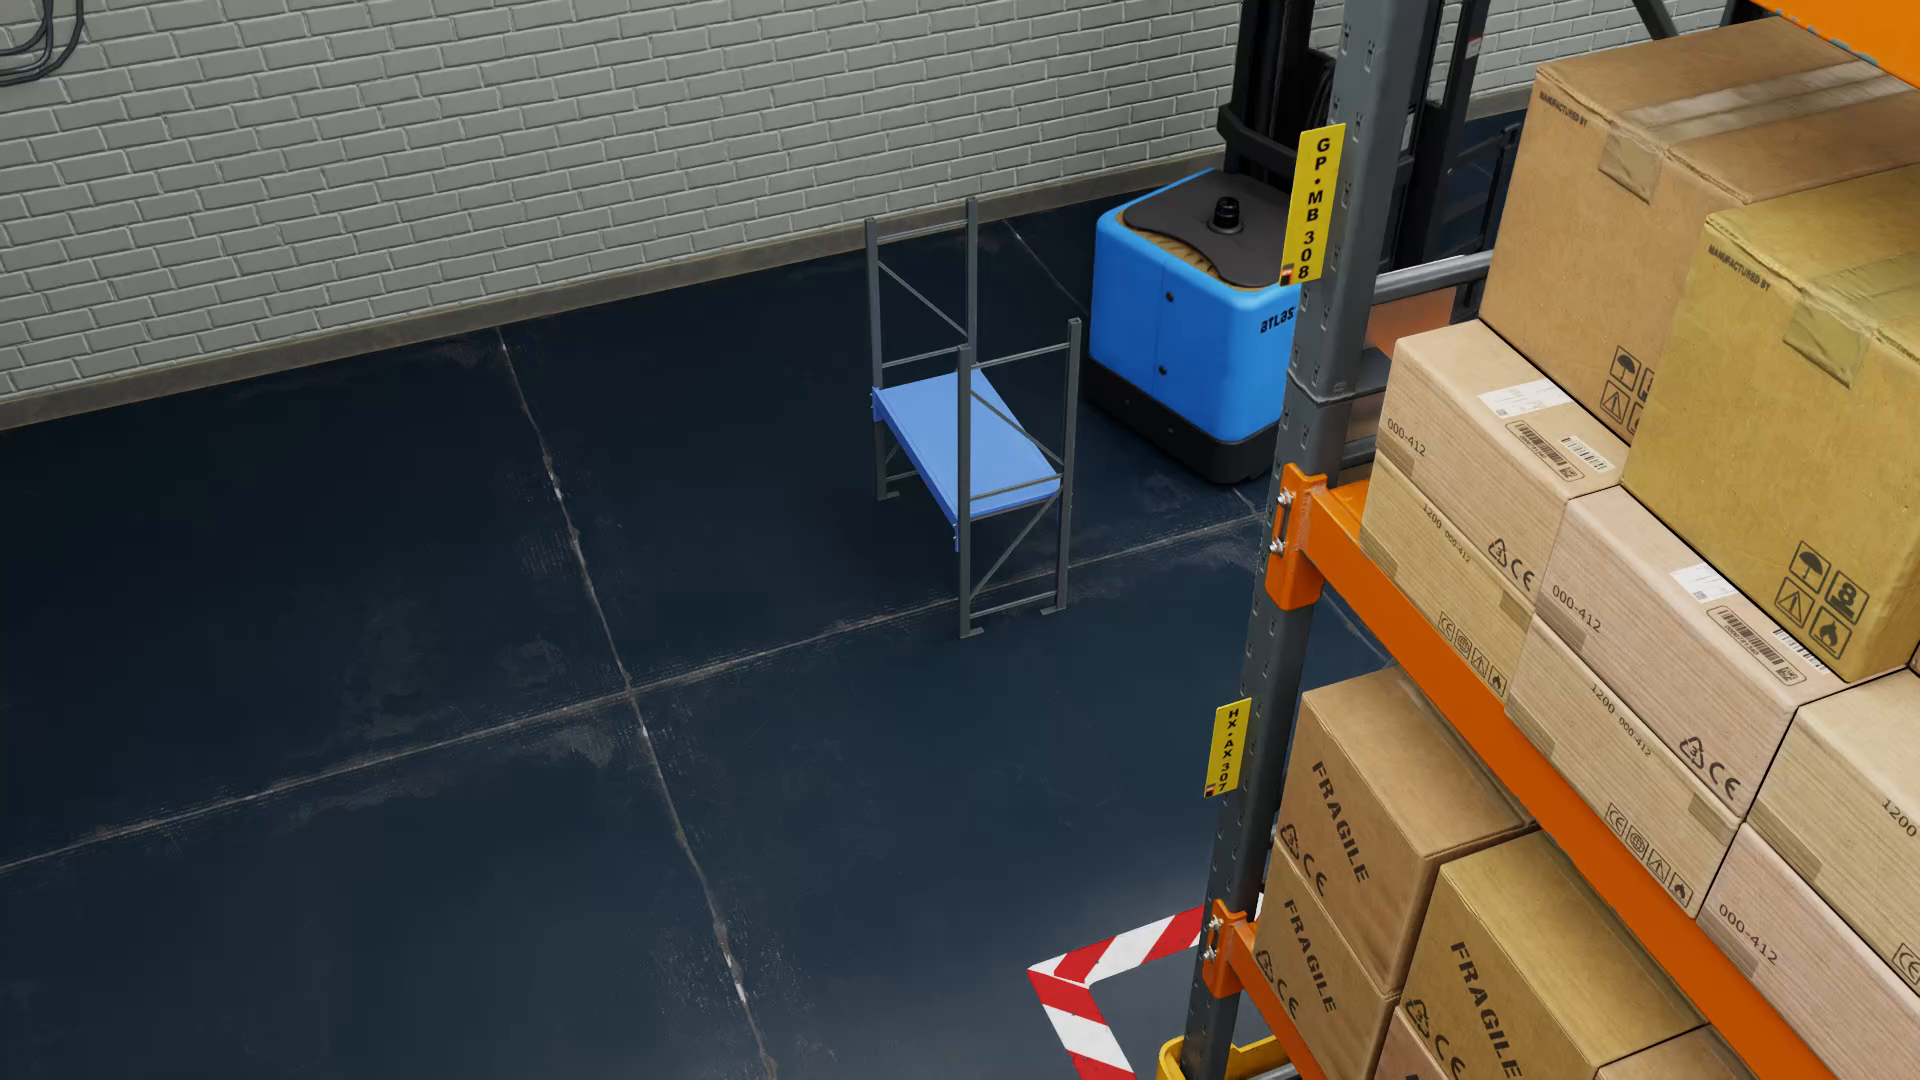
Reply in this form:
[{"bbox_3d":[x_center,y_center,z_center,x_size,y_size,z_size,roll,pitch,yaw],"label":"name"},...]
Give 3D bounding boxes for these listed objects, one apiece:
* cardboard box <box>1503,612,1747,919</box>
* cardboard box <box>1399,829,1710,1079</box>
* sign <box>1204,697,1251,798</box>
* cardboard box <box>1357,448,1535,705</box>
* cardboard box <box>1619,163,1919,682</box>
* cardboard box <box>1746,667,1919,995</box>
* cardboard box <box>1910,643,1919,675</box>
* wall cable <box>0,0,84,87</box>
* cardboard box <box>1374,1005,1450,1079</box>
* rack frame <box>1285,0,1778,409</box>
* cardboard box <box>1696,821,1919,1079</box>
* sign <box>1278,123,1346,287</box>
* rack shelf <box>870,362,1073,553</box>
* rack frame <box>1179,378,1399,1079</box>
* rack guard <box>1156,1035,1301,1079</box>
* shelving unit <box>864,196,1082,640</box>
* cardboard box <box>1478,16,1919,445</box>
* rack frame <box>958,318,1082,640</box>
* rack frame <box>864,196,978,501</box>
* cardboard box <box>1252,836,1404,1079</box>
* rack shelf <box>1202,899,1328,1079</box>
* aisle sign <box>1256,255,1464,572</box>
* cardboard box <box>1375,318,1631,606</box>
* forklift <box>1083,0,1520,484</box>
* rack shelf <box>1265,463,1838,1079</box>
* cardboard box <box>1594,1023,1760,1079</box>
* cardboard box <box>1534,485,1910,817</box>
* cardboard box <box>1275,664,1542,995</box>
[{"bbox_3d":[1.305,0.305,2.828,0.500,0.250,0.500,-15,43,-17],"label":"cardboard box"},{"bbox_3d":[1.297,0.937,3.435,0.500,0.500,0.500,-15,43,-16],"label":"cardboard box"},{"bbox_3d":[0.663,0.515,4.105,0.100,0.325,0.005,-15,43,-17],"label":"sign"},{"bbox_3d":[1.126,0.001,3.182,0.500,0.250,0.500,-15,43,-17],"label":"cardboard box"},{"bbox_3d":[1.489,-0.219,2.478,0.700,0.500,0.500,-15,43,-17],"label":"cardboard box"},{"bbox_3d":[1.502,0.415,2.316,0.500,0.250,0.500,-15,43,-17],"label":"cardboard box"},{"bbox_3d":[1.779,0.056,2.159,0.700,0.500,0.500,-15,43,-17],"label":"cardboard box"},{"bbox_3d":[-5.245,-2.647,6.227,3.097,2.526,0.112,-15,43,-17],"label":"wall cable"},{"bbox_3d":[1.292,1.313,3.765,0.500,0.500,0.500,-16,43,-17],"label":"cardboard box"},{"bbox_3d":[1.164,-1.567,2.589,1.000,3.000,0.127,-15,43,-17],"label":"rack frame"},{"bbox_3d":[1.498,0.606,2.478,0.500,0.250,0.500,-15,43,-17],"label":"cardboard box"},{"bbox_3d":[0.663,-0.625,3.124,0.100,0.325,0.005,-15,43,-17],"label":"sign"},{"bbox_3d":[0.033,-0.381,7.237,0.538,0.185,1.000,-15,43,-17],"label":"rack shelf"},{"bbox_3d":[1.164,0.708,4.545,1.000,3.000,0.127,-15,43,-17],"label":"rack frame"},{"bbox_3d":[1.193,1.702,5.306,1.175,0.500,0.348,-15,43,-17],"label":"rack guard"},{"bbox_3d":[0.033,-0.517,7.120,0.538,1.500,1.048,-15,43,-17],"label":"shelving unit"},{"bbox_3d":[1.376,-0.541,2.853,0.700,0.500,0.500,-15,43,-17],"label":"cardboard box"},{"bbox_3d":[0.227,-0.211,6.764,0.500,1.500,0.032,-15,43,-17],"label":"rack frame"},{"bbox_3d":[-0.162,-0.824,7.476,0.500,1.500,0.032,-15,43,-17],"label":"rack frame"},{"bbox_3d":[1.090,1.003,4.125,0.500,0.500,0.500,-14,43,-16],"label":"cardboard box"},{"bbox_3d":[1.929,2.186,3.378,1.077,0.370,4.000,-15,43,-17],"label":"rack shelf"},{"bbox_3d":[0.867,-0.245,3.660,0.394,0.787,0.004,-15,43,-17],"label":"aisle sign"},{"bbox_3d":[1.120,-0.187,3.017,0.500,0.250,0.500,-15,43,-17],"label":"cardboard box"},{"bbox_3d":[2.089,-2.180,7.956,3.031,2.935,1.130,-28,48,-28],"label":"forklift"},{"bbox_3d":[1.929,1.048,2.400,1.077,0.370,4.000,-15,43,-17],"label":"rack shelf"},{"bbox_3d":[1.484,1.240,3.083,0.500,0.500,0.500,-15,43,-16],"label":"cardboard box"},{"bbox_3d":[1.305,0.115,2.665,0.500,0.250,0.500,-15,43,-17],"label":"cardboard box"},{"bbox_3d":[1.090,0.624,3.799,0.500,0.500,0.500,-14,43,-16],"label":"cardboard box"}]
